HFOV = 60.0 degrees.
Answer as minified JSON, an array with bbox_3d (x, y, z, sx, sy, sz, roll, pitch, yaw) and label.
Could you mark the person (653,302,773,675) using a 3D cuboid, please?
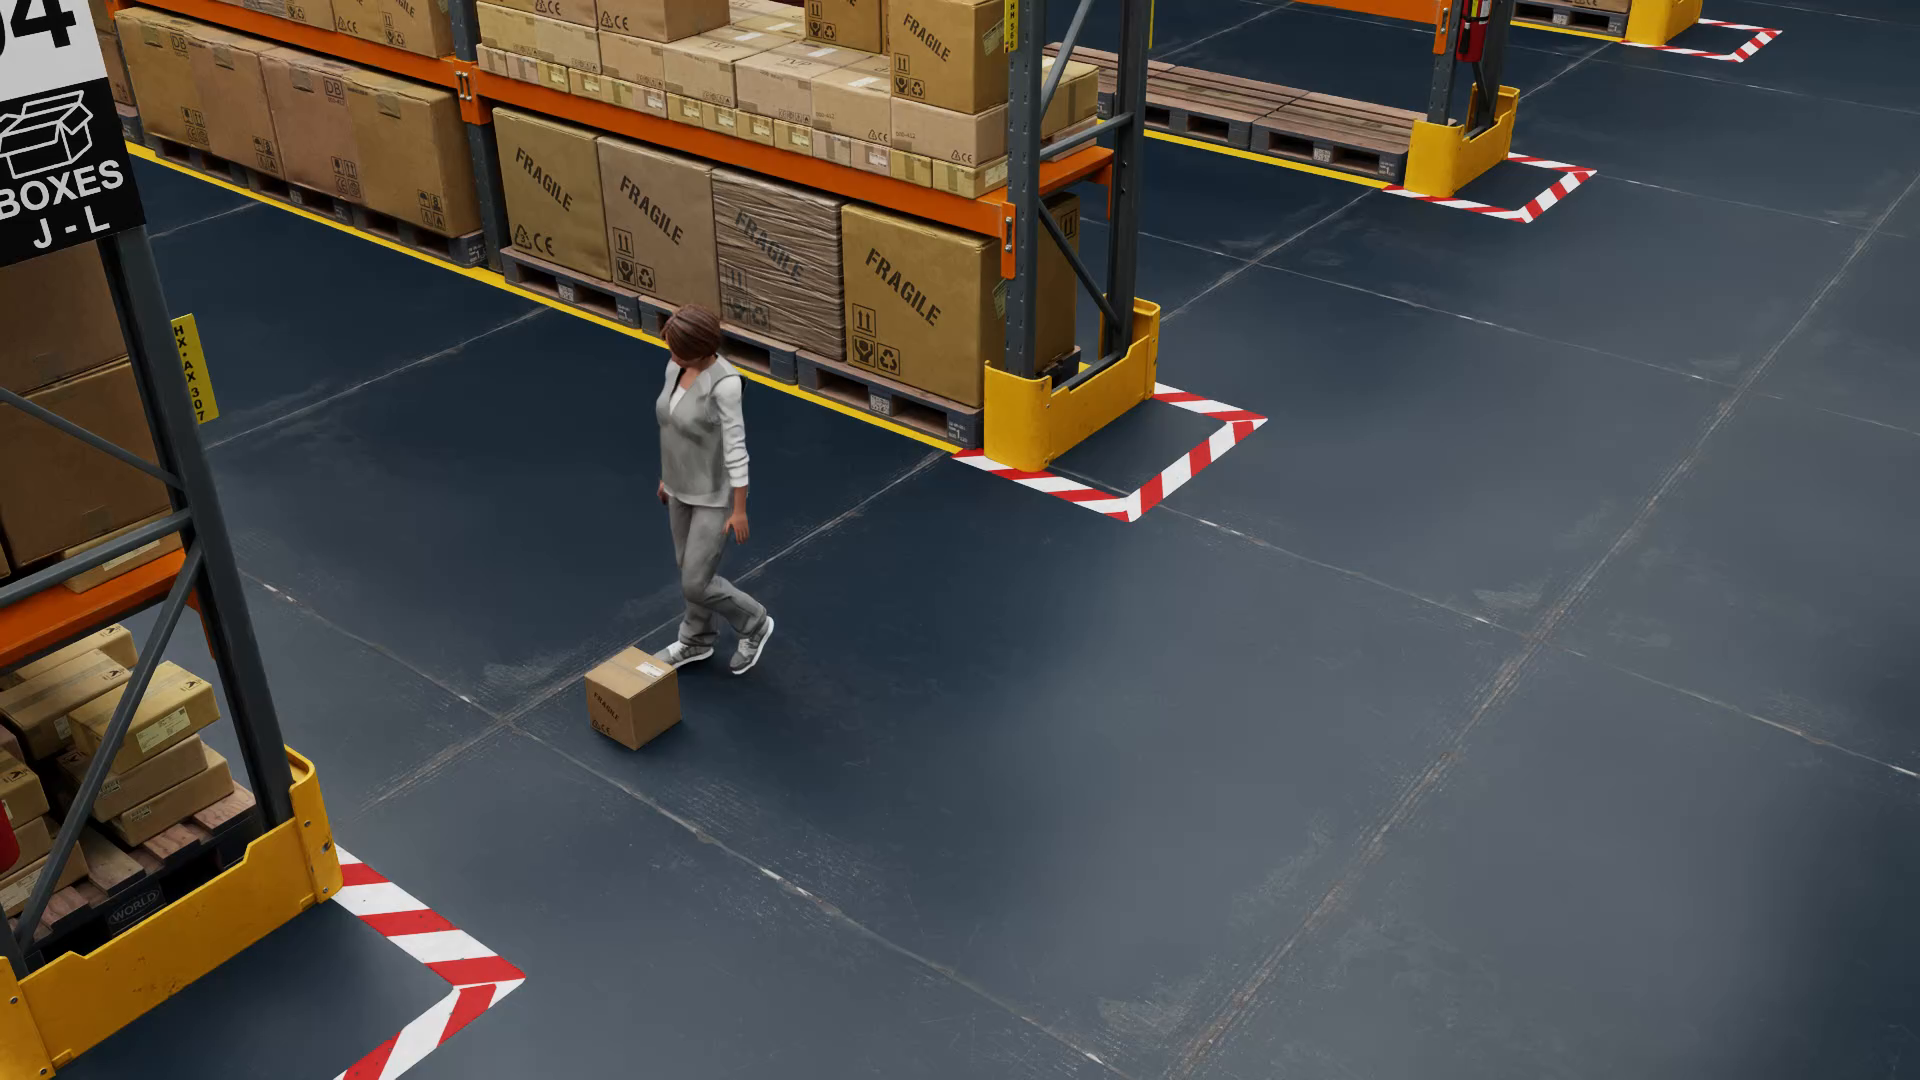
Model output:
[{"bbox_3d":[-1.005,-0.158,6.402,0.434,1.581,0.507,-24,38,-33],"label":"person"}]
